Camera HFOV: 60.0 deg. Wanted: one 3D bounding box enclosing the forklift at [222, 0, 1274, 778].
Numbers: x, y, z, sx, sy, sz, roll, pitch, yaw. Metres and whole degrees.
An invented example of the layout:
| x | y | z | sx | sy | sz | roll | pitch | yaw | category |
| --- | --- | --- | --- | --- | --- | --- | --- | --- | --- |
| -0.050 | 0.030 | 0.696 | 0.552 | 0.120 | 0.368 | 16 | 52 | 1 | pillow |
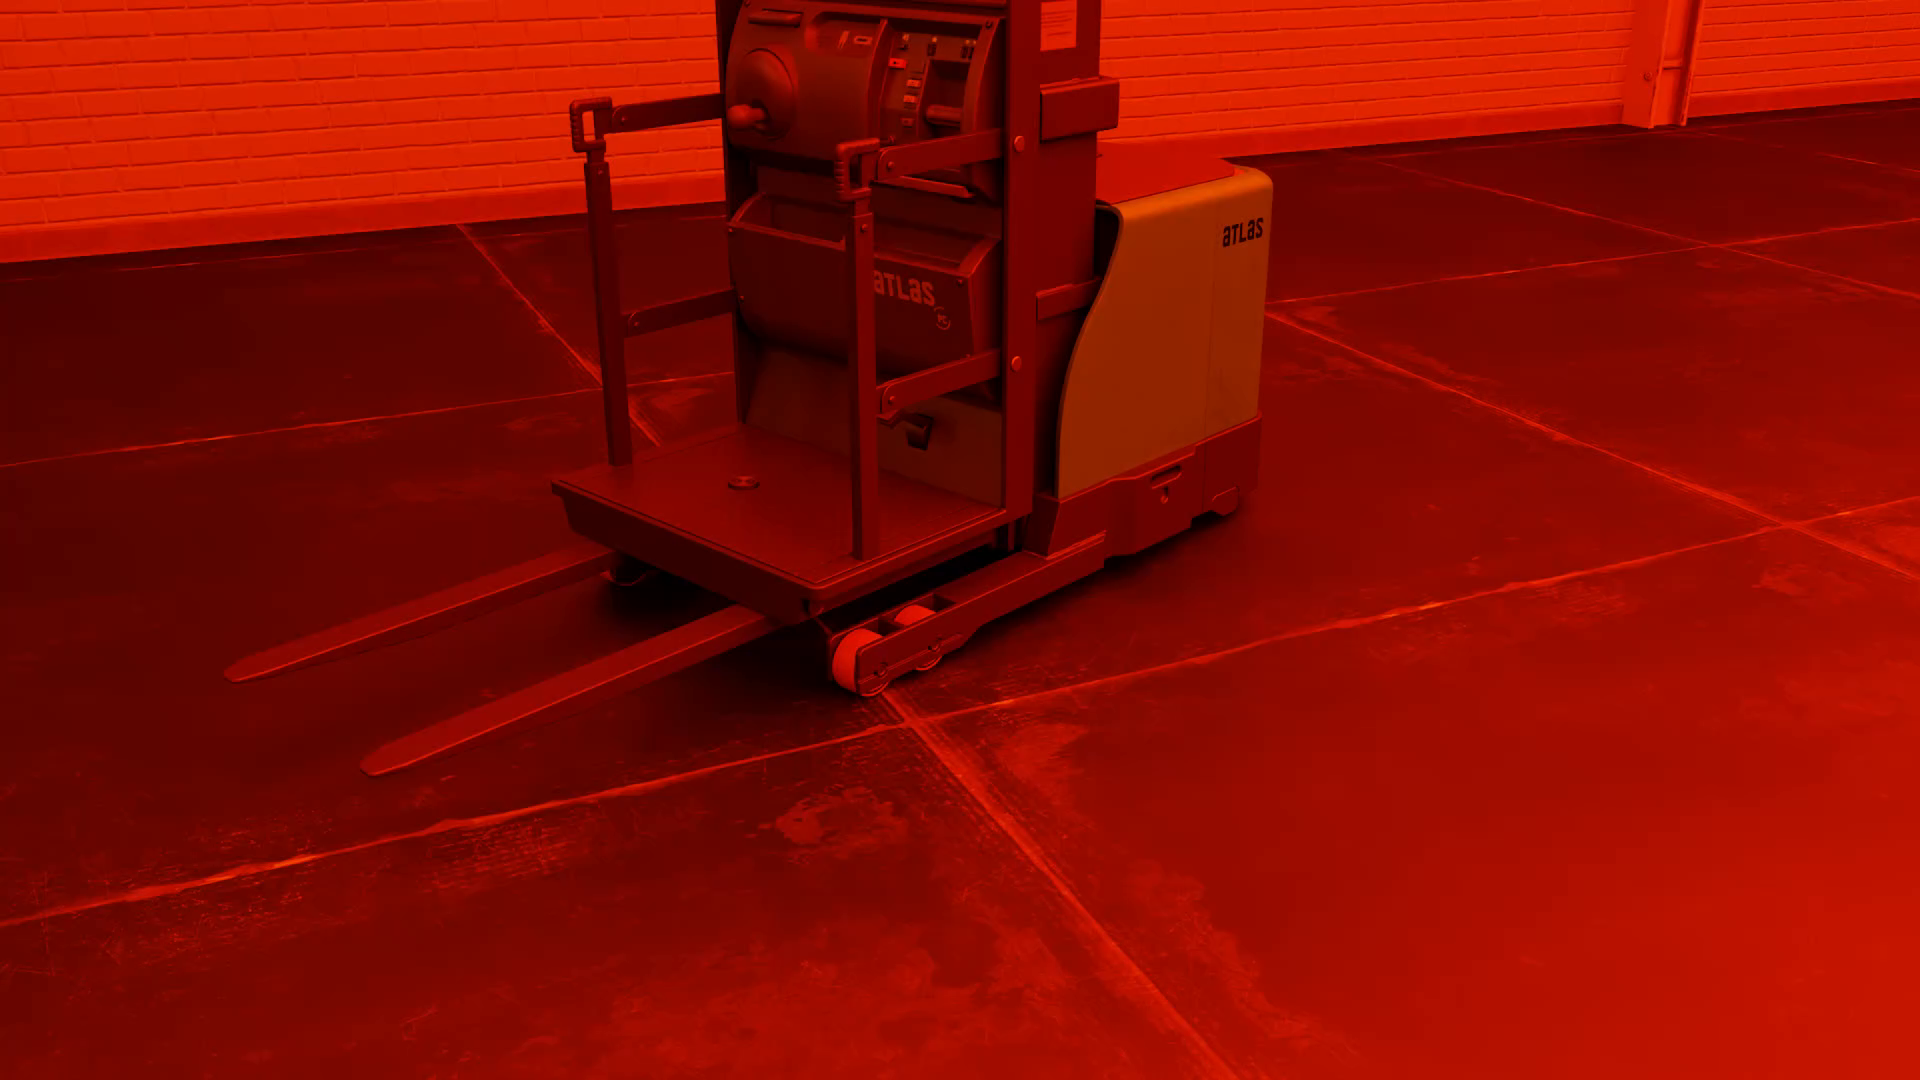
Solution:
| x | y | z | sx | sy | sz | roll | pitch | yaw | category |
| --- | --- | --- | --- | --- | --- | --- | --- | --- | --- |
| -0.413 | -1.182 | 4.131 | 1.130 | 2.935 | 3.031 | 19 | 29 | 39 | forklift |
